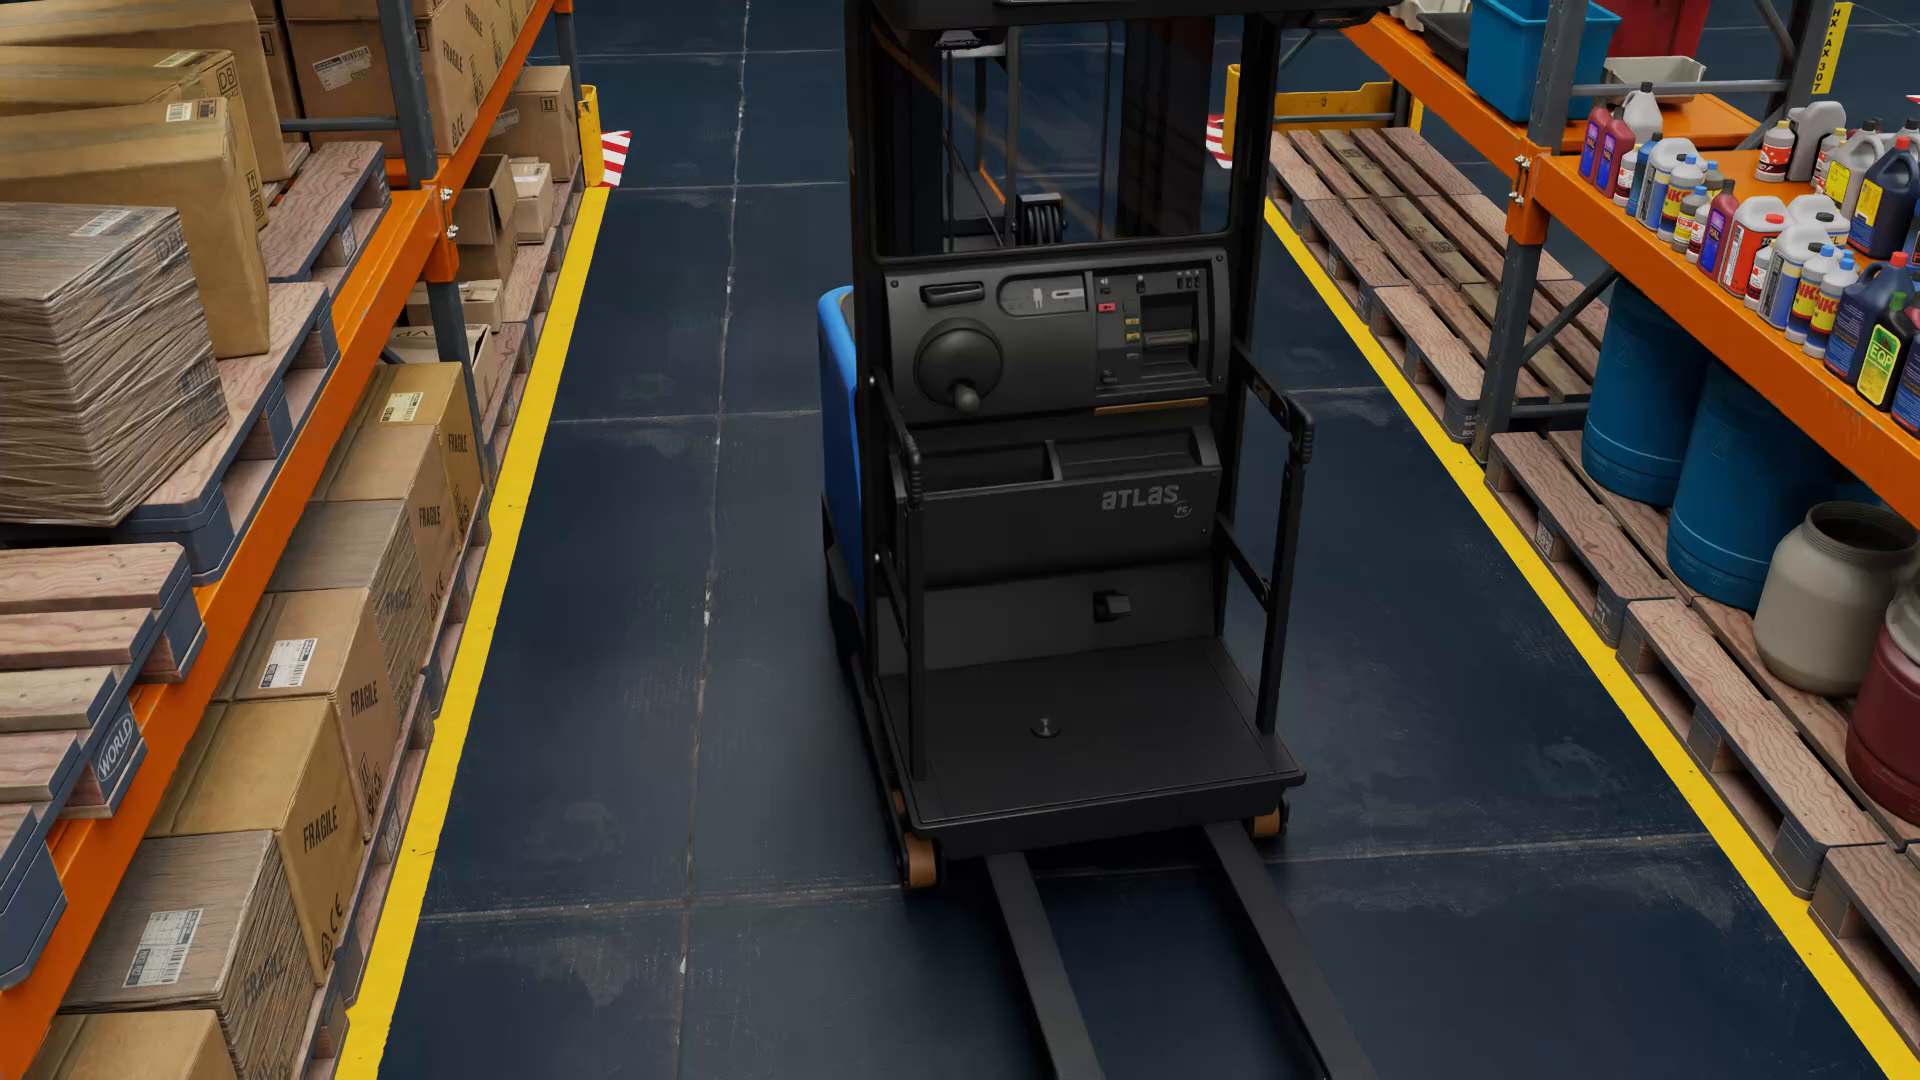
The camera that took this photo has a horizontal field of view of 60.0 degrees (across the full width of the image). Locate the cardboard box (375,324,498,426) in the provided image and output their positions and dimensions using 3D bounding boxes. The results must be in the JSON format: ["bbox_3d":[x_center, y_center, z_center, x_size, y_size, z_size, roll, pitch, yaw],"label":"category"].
[{"bbox_3d":[-2.151,-0.665,6.631,0.500,0.311,0.500,-3,31,-5],"label":"cardboard box"}]

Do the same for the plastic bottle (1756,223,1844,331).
[{"bbox_3d":[2.377,-0.742,4.689,0.152,0.276,0.135,-3,31,-5],"label":"plastic bottle"}]

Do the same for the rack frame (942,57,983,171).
[{"bbox_3d":[-0.113,-1.154,6.135,0.400,2.100,0.015,-6,31,-10],"label":"rack frame"}]

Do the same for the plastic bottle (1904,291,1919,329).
[{"bbox_3d":[2.440,-0.484,4.249,0.061,0.283,0.133,-3,31,-5],"label":"plastic bottle"}]

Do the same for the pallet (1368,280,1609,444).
[{"bbox_3d":[2.497,-0.818,7.413,1.003,0.211,1.213,-3,31,-5],"label":"pallet"}]

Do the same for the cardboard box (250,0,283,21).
[{"bbox_3d":[-2.633,-2.124,5.808,0.500,0.500,0.500,-3,31,-4],"label":"cardboard box"}]

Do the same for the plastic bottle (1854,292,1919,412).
[{"bbox_3d":[2.379,-0.481,4.244,0.061,0.283,0.133,-3,31,-5],"label":"plastic bottle"}]

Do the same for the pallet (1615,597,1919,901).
[{"bbox_3d":[2.752,0.576,5.080,1.003,0.211,1.213,-3,31,-5],"label":"pallet"}]

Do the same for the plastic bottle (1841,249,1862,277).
[{"bbox_3d":[2.499,-0.726,4.734,0.097,0.201,0.097,0,31,0],"label":"plastic bottle"}]

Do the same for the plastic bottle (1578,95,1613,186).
[{"bbox_3d":[2.214,-1.384,5.755,0.061,0.283,0.133,-3,31,-5],"label":"plastic bottle"}]

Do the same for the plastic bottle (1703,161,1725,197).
[{"bbox_3d":[2.425,-1.130,5.411,0.097,0.201,0.097,0,31,0],"label":"plastic bottle"}]

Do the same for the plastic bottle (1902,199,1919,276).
[{"bbox_3d":[2.922,-0.941,5.026,0.097,0.271,0.097,0,31,0],"label":"plastic bottle"}]

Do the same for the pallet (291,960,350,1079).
[{"bbox_3d":[-1.986,1.450,3.616,1.003,0.211,1.213,-3,31,-5],"label":"pallet"}]

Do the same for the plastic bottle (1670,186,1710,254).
[{"bbox_3d":[2.295,-1.004,5.200,0.097,0.201,0.097,0,31,0],"label":"plastic bottle"}]

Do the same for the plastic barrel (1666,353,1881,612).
[{"bbox_3d":[2.704,-0.281,5.432,0.600,0.901,0.708,-3,31,-5],"label":"plastic barrel"}]

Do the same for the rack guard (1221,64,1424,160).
[{"bbox_3d":[2.216,-2.622,10.152,1.175,0.500,0.348,-3,31,-5],"label":"rack guard"}]

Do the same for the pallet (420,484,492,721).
[{"bbox_3d":[-2.214,0.205,5.702,1.003,0.211,1.213,-3,31,-5],"label":"pallet"}]

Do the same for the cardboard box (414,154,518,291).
[{"bbox_3d":[-2.508,-1.482,7.811,0.797,0.503,0.637,-3,31,-5],"label":"cardboard box"}]

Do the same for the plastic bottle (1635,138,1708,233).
[{"bbox_3d":[2.303,-1.147,5.366,0.152,0.276,0.135,-3,31,-5],"label":"plastic bottle"}]

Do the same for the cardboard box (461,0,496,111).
[{"bbox_3d":[-2.155,-1.983,6.548,0.500,0.500,0.500,-2,31,-4],"label":"cardboard box"}]

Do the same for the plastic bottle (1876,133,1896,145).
[{"bbox_3d":[2.997,-1.216,5.481,0.152,0.276,0.135,-3,31,-5],"label":"plastic bottle"}]

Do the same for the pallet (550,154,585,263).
[{"bbox_3d":[-2.619,-1.805,9.066,1.003,0.211,1.213,-3,31,-5],"label":"pallet"}]

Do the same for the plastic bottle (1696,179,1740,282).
[{"bbox_3d":[2.297,-0.930,4.996,0.061,0.283,0.133,-3,31,-5],"label":"plastic bottle"}]

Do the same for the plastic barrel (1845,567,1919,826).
[{"bbox_3d":[2.810,0.430,4.546,0.600,0.588,0.708,-3,31,-5],"label":"plastic barrel"}]

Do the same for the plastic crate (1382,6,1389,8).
[{"bbox_3d":[2.077,-2.670,7.900,0.416,0.233,0.300,-3,31,-5],"label":"plastic crate"}]

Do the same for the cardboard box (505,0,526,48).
[{"bbox_3d":[-2.248,-2.498,7.410,0.500,0.500,0.500,-3,31,-5],"label":"cardboard box"}]

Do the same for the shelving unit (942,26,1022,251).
[{"bbox_3d":[-0.061,-1.032,5.930,0.431,2.100,0.503,-6,31,-10],"label":"shelving unit"}]

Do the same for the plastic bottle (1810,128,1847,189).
[{"bbox_3d":[3.001,-1.312,5.716,0.097,0.201,0.097,0,31,0],"label":"plastic bottle"}]

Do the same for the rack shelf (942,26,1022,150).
[{"bbox_3d":[-0.062,-1.621,5.578,0.431,0.518,0.480,-6,31,-10],"label":"rack shelf"}]

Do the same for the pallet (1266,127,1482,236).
[{"bbox_3d":[2.269,-2.063,9.499,1.003,0.211,1.213,-3,31,-5],"label":"pallet"}]

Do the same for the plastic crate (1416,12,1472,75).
[{"bbox_3d":[2.232,-2.108,7.063,0.437,0.125,0.590,-3,31,-5],"label":"plastic crate"}]

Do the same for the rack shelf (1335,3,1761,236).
[{"bbox_3d":[2.418,-2.354,7.967,1.077,0.370,4.000,-3,31,-5],"label":"rack shelf"}]

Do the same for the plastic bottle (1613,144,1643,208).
[{"bbox_3d":[2.255,-1.222,5.565,0.097,0.201,0.097,0,31,0],"label":"plastic bottle"}]

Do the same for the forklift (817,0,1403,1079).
[{"bbox_3d":[0.314,-0.499,4.228,1.130,2.935,3.031,-6,31,-10],"label":"forklift"}]

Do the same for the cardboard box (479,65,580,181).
[{"bbox_3d":[-2.405,-2.298,9.181,0.500,0.500,0.500,-3,31,-5],"label":"cardboard box"}]

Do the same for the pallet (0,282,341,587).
[{"bbox_3d":[-2.140,-0.274,3.971,1.003,0.211,1.213,-3,31,-5],"label":"pallet"}]

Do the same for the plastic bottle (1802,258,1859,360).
[{"bbox_3d":[2.369,-0.630,4.505,0.097,0.271,0.097,0,31,0],"label":"plastic bottle"}]

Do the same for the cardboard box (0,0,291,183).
[{"bbox_3d":[-2.506,-1.377,5.122,0.700,0.500,0.500,-13,33,-21],"label":"cardboard box"}]

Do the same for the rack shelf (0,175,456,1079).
[{"bbox_3d":[-2.141,-0.076,4.154,1.077,0.370,4.000,-3,31,-5],"label":"rack shelf"}]

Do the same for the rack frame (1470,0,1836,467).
[{"bbox_3d":[2.604,-1.641,6.073,1.000,3.000,0.127,-3,31,-5],"label":"rack frame"}]

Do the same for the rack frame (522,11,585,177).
[{"bbox_3d":[-2.701,-3.448,9.098,1.000,3.000,0.127,-3,31,-5],"label":"rack frame"}]

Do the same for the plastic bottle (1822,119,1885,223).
[{"bbox_3d":[2.873,-1.160,5.314,0.144,0.351,0.185,-3,31,-5],"label":"plastic bottle"}]

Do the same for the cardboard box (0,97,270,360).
[{"bbox_3d":[-2.101,-0.730,4.040,0.700,0.500,0.500,-11,32,-17],"label":"cardboard box"}]

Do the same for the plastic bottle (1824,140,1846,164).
[{"bbox_3d":[2.953,-1.241,5.597,0.097,0.201,0.097,0,31,0],"label":"plastic bottle"}]

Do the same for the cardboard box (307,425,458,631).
[{"bbox_3d":[-1.958,-0.031,5.385,0.500,0.500,0.500,-3,31,-4],"label":"cardboard box"}]

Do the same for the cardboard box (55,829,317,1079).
[{"bbox_3d":[-1.766,1.007,3.647,0.500,0.500,0.500,-4,31,-6],"label":"cardboard box"}]

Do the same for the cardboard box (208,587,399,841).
[{"bbox_3d":[-1.862,0.485,4.522,0.500,0.500,0.500,-4,31,-6],"label":"cardboard box"}]

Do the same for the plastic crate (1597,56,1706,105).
[{"bbox_3d":[2.703,-1.798,6.534,0.396,0.136,0.243,-3,31,-5],"label":"plastic crate"}]

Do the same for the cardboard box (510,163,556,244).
[{"bbox_3d":[-2.346,-1.704,8.430,0.500,0.250,0.500,-3,31,-5],"label":"cardboard box"}]

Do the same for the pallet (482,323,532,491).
[{"bbox_3d":[-2.391,-0.559,6.981,1.003,0.211,1.213,-3,31,-5],"label":"pallet"}]

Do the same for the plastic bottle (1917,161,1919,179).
[{"bbox_3d":[3.033,-1.072,5.168,0.144,0.351,0.185,-3,31,-5],"label":"plastic bottle"}]

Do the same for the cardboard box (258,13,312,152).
[{"bbox_3d":[-2.630,-1.692,6.060,0.500,0.500,0.500,-2,31,-4],"label":"cardboard box"}]
